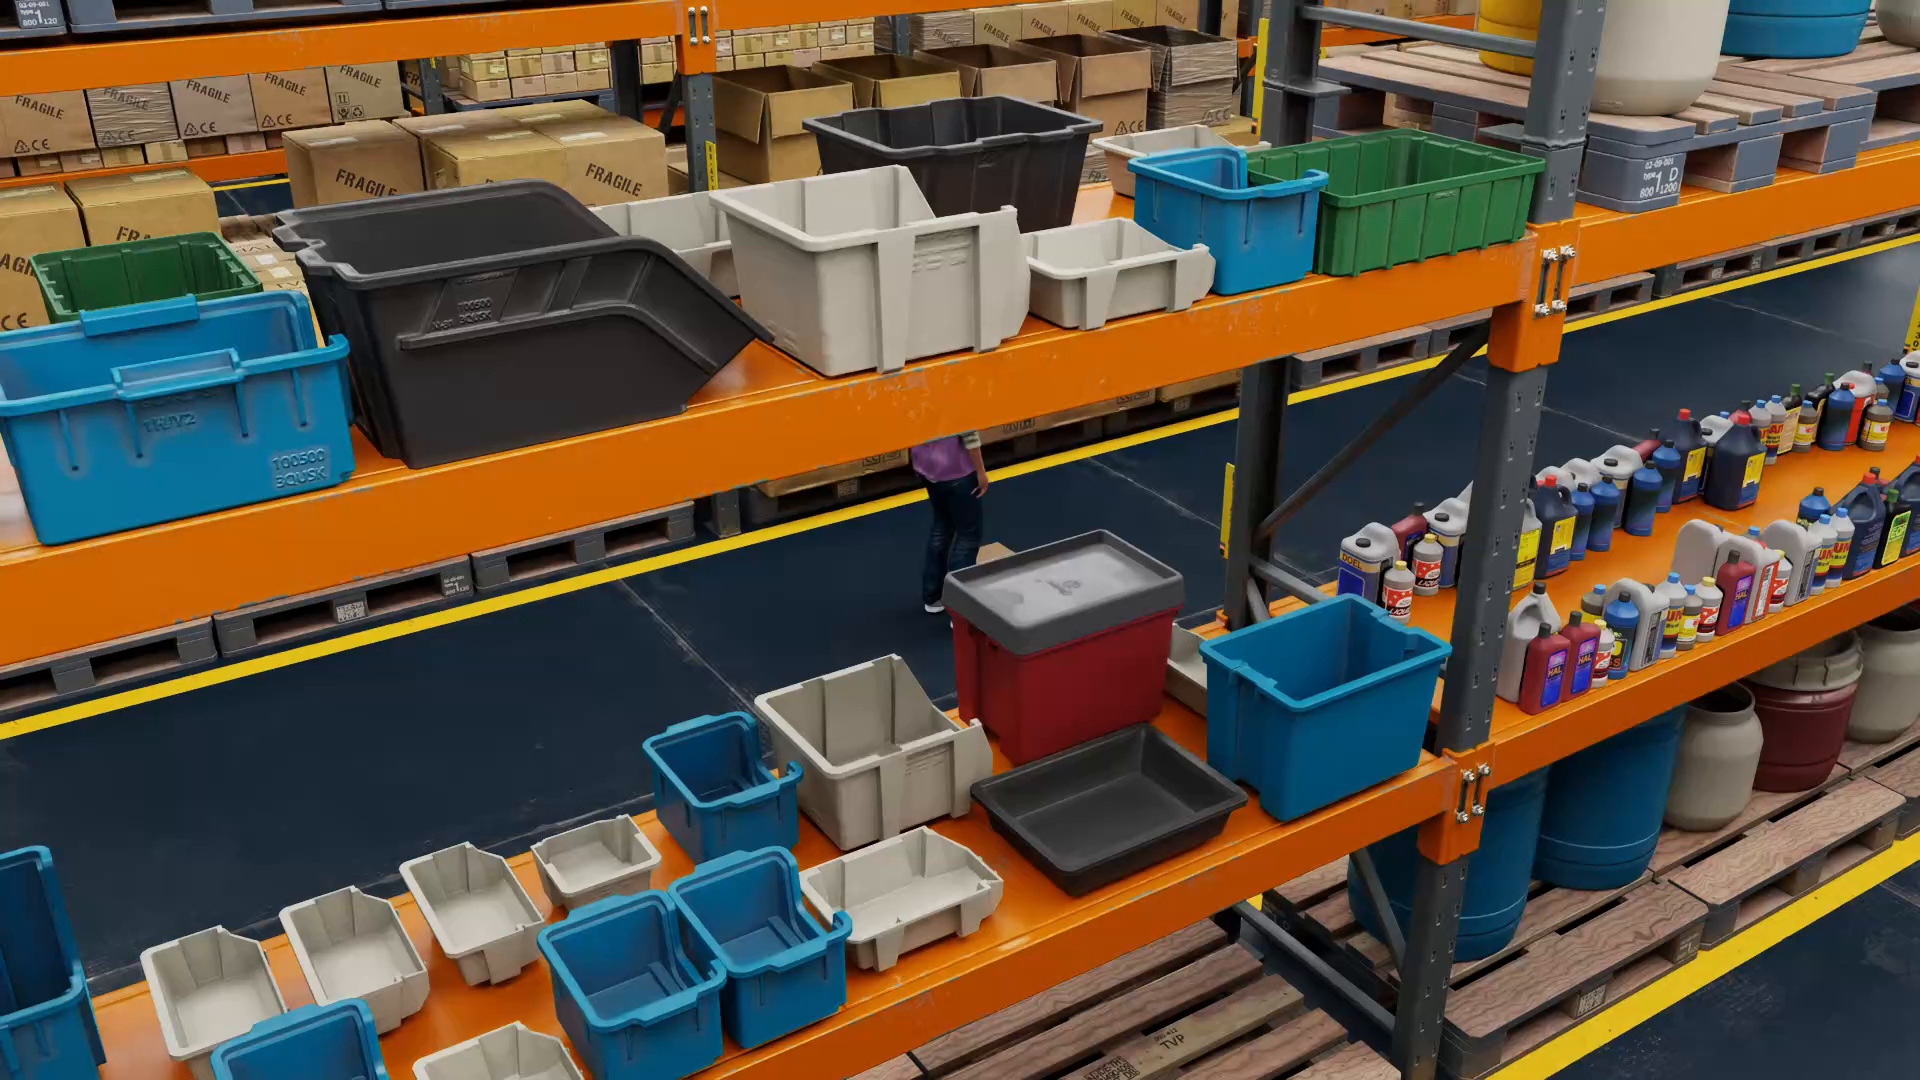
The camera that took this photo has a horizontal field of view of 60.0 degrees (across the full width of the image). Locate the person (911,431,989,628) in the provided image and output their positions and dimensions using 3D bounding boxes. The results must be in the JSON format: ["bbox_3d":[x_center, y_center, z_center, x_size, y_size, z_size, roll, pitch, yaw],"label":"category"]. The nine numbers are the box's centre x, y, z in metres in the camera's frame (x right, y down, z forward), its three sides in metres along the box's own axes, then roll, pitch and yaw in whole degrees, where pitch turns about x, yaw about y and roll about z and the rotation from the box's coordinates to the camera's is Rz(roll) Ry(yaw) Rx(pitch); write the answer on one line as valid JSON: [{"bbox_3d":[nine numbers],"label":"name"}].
[{"bbox_3d":[-0.038,-0.351,7.859,0.345,1.592,0.478,-18,31,-32],"label":"person"}]
